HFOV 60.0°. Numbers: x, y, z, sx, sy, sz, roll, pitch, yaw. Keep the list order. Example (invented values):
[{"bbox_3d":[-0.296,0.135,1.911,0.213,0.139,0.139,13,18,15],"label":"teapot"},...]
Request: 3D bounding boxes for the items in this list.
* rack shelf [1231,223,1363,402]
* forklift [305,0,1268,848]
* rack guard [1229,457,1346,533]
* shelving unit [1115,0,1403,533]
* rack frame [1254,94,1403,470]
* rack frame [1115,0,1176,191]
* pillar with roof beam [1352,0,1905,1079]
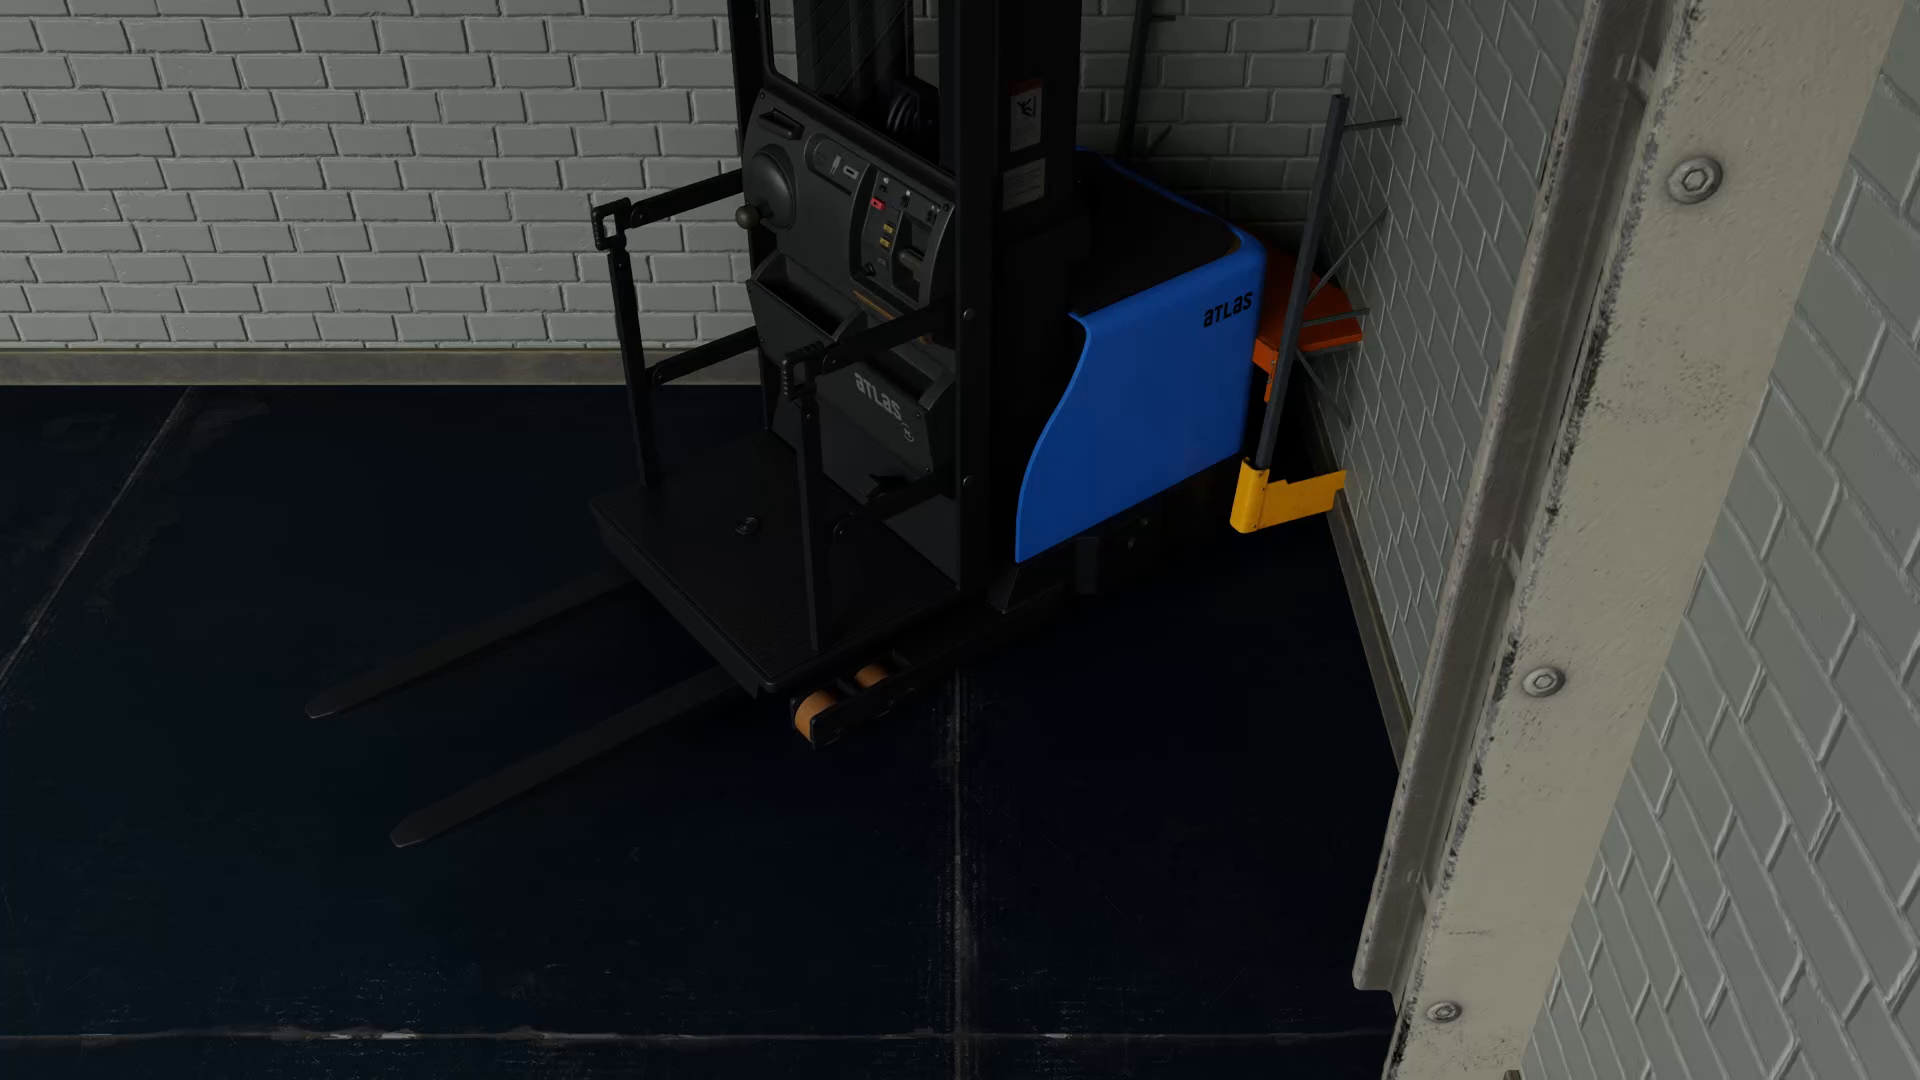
[{"bbox_3d":[0.987,-0.842,5.780,0.538,0.185,1.000,-14,39,-25],"label":"rack shelf"},{"bbox_3d":[-0.491,-0.905,4.535,3.031,2.935,1.130,-26,45,-29],"label":"forklift"},{"bbox_3d":[1.194,-0.207,5.680,0.587,0.250,0.087,-14,39,-25],"label":"rack guard"},{"bbox_3d":[1.005,-0.984,5.671,0.587,1.500,1.083,-14,39,-25],"label":"shelving unit"},{"bbox_3d":[1.242,-0.717,5.322,0.500,1.500,0.032,-14,39,-25],"label":"rack frame"},{"bbox_3d":[0.759,-1.260,6.033,0.500,1.500,0.032,-14,39,-25],"label":"rack frame"},{"bbox_3d":[-3.128,-2.259,1.372,9.100,9.000,0.400,0,39,0],"label":"pillar with roof beam"}]
